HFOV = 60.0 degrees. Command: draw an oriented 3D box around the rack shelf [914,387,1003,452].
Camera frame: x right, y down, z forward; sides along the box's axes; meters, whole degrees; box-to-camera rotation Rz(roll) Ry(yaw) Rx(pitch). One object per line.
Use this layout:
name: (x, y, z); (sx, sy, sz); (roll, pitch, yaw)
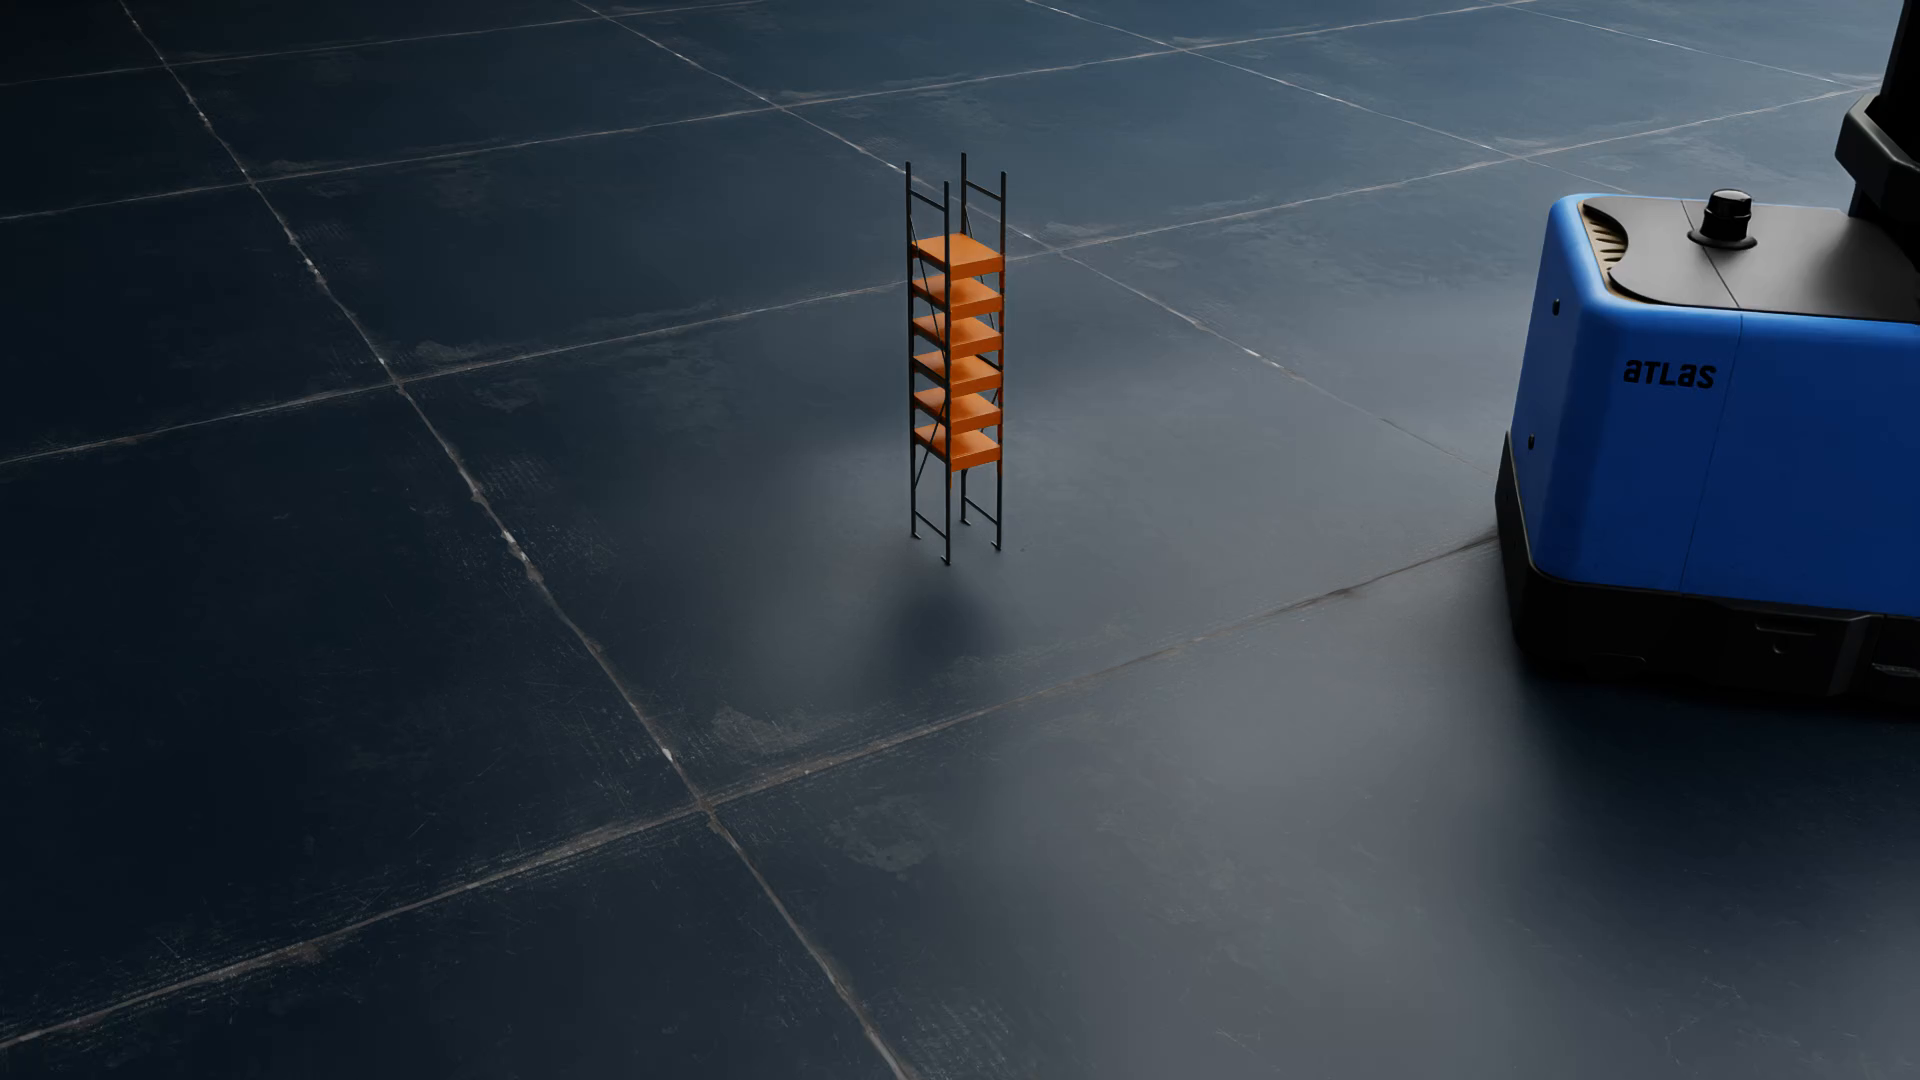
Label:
rack shelf: (-0.012, -0.378, 5.033); (0.180, 0.103, 0.258); (-16, 33, -26)

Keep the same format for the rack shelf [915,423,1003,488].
rack shelf: (-0.012, -0.273, 5.091); (0.180, 0.103, 0.258); (-16, 33, -26)

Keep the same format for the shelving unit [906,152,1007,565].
shelving unit: (-0.012, -0.522, 4.954); (0.189, 1.200, 0.258); (-16, 33, -26)

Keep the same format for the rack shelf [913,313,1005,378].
rack shelf: (-0.012, -0.588, 4.917); (0.180, 0.103, 0.258); (-16, 33, -26)

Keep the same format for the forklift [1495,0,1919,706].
forklift: (3.108, -0.997, 4.023); (3.031, 2.935, 1.130); (6, 29, 11)

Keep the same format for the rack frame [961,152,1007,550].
rack frame: (0.066, -0.544, 4.994); (0.006, 1.200, 0.240); (-16, 33, -26)

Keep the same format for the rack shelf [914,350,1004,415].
rack shelf: (-0.012, -0.483, 4.975); (0.180, 0.103, 0.258); (-16, 33, -26)

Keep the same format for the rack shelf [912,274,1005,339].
rack shelf: (-0.012, -0.693, 4.859); (0.180, 0.103, 0.258); (-16, 33, -26)

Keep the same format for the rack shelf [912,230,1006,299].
rack shelf: (-0.012, -0.798, 4.801); (0.180, 0.103, 0.258); (-16, 33, -26)

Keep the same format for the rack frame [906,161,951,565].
rack frame: (-0.091, -0.499, 4.913); (0.006, 1.200, 0.240); (-16, 33, -26)
